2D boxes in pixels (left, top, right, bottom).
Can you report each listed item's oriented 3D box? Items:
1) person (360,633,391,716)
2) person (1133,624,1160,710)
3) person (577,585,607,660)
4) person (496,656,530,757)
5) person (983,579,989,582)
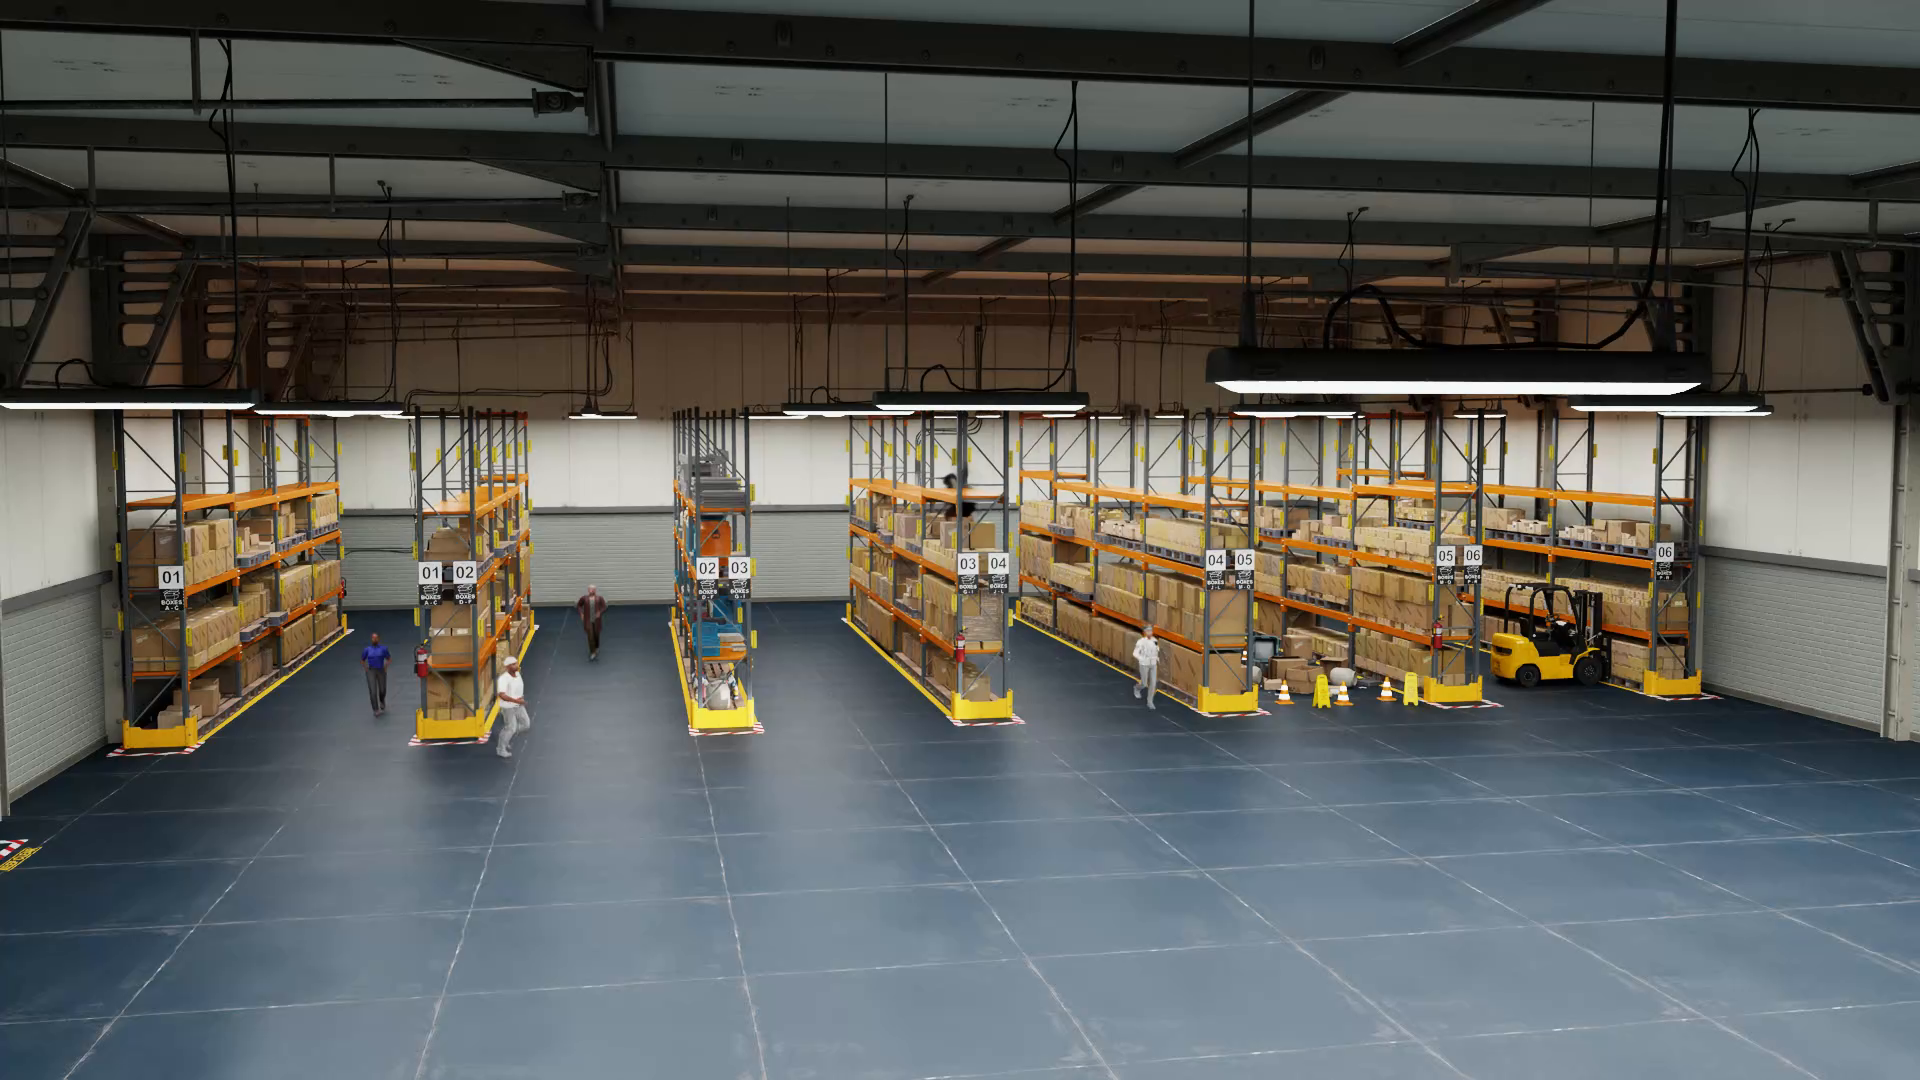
[{"bbox_3d":[-11.398,2.613,32.444,0.573,1.604,0.528,-1,4,-19],"label":"person"},{"bbox_3d":[3.777,2.524,33.462,0.618,1.690,0.814,-1,4,-18],"label":"person"},{"bbox_3d":[-8.934,1.972,40.371,0.716,1.773,0.859,-1,4,-14],"label":"person"},{"bbox_3d":[-7.628,2.840,28.470,0.649,1.719,0.741,1,4,18],"label":"person"},{"bbox_3d":[0.582,1.485,48.000,0.715,1.668,0.552,0,4,4],"label":"person"}]
